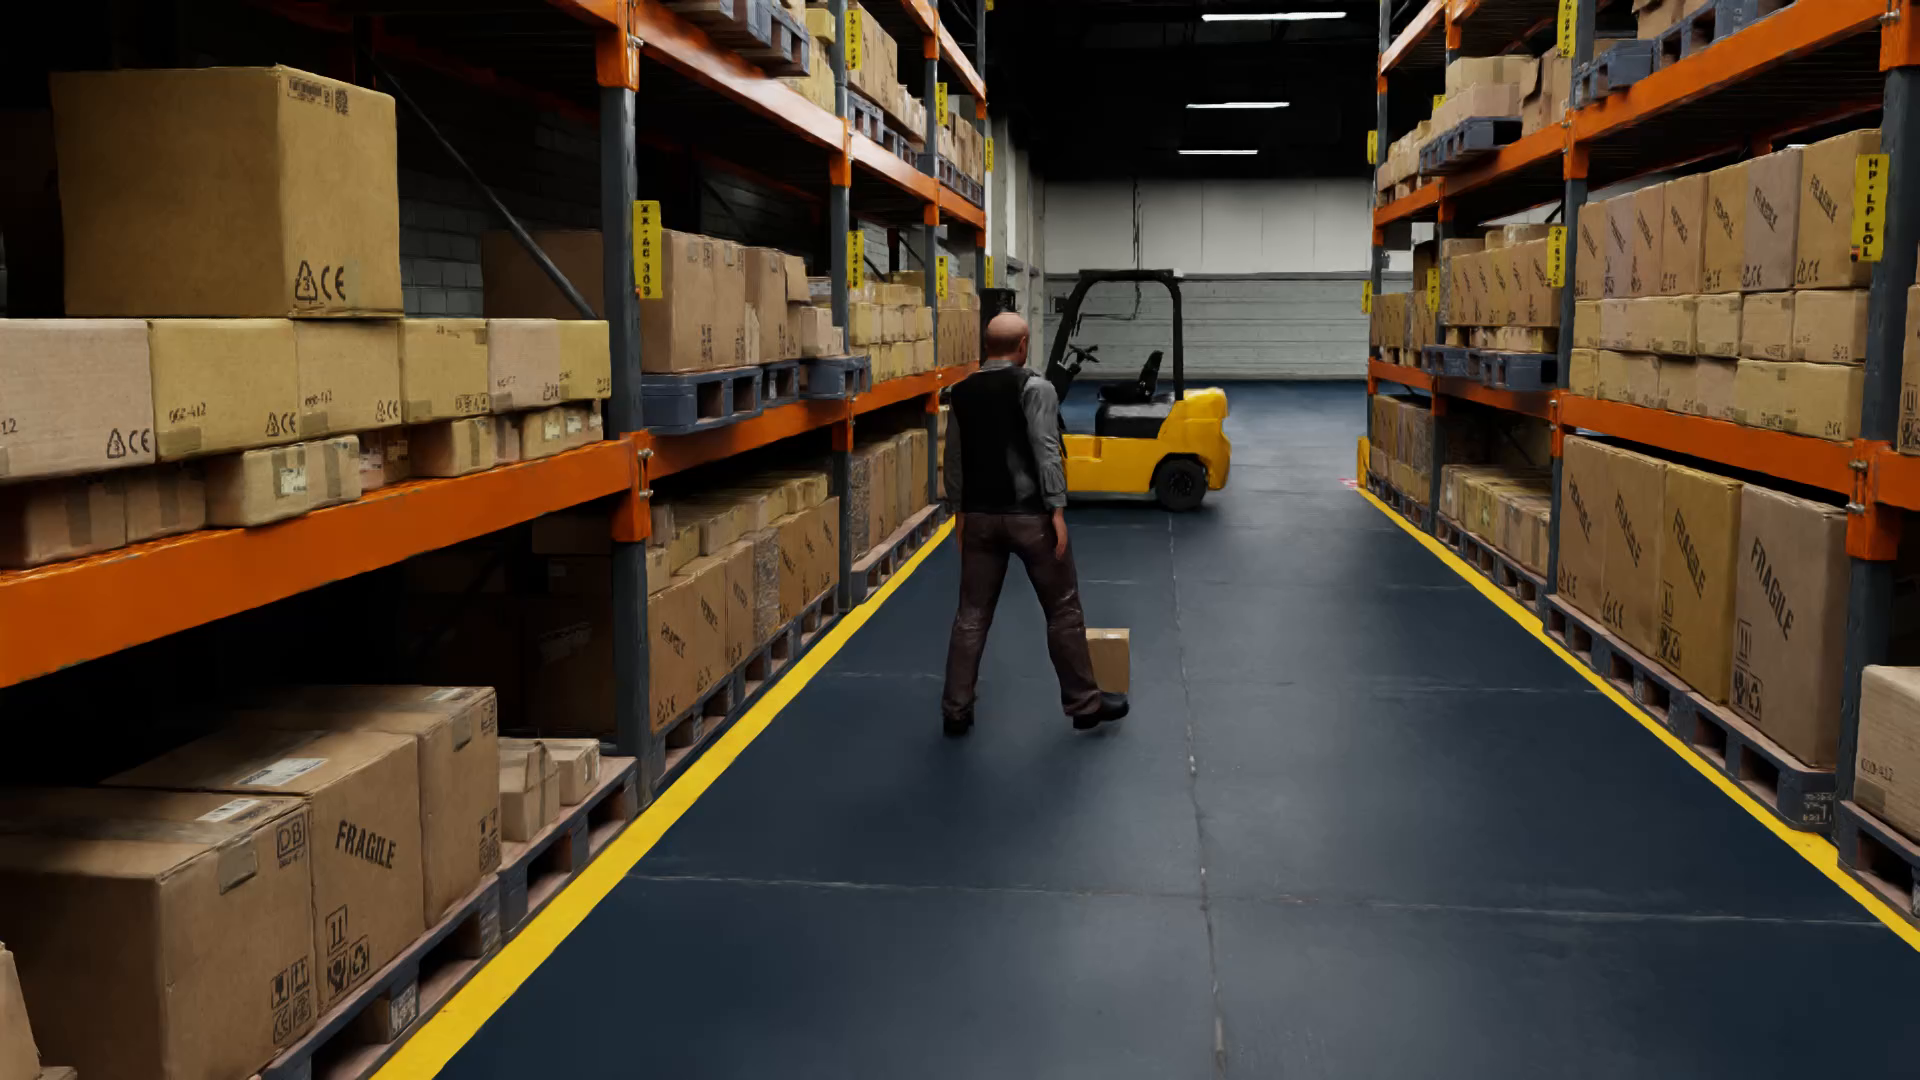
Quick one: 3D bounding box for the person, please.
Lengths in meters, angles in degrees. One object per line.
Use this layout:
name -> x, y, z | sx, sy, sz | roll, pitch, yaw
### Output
person -> 0.269, -0.075, 6.827 | 0.714, 1.706, 0.618 | 5, 9, 36
